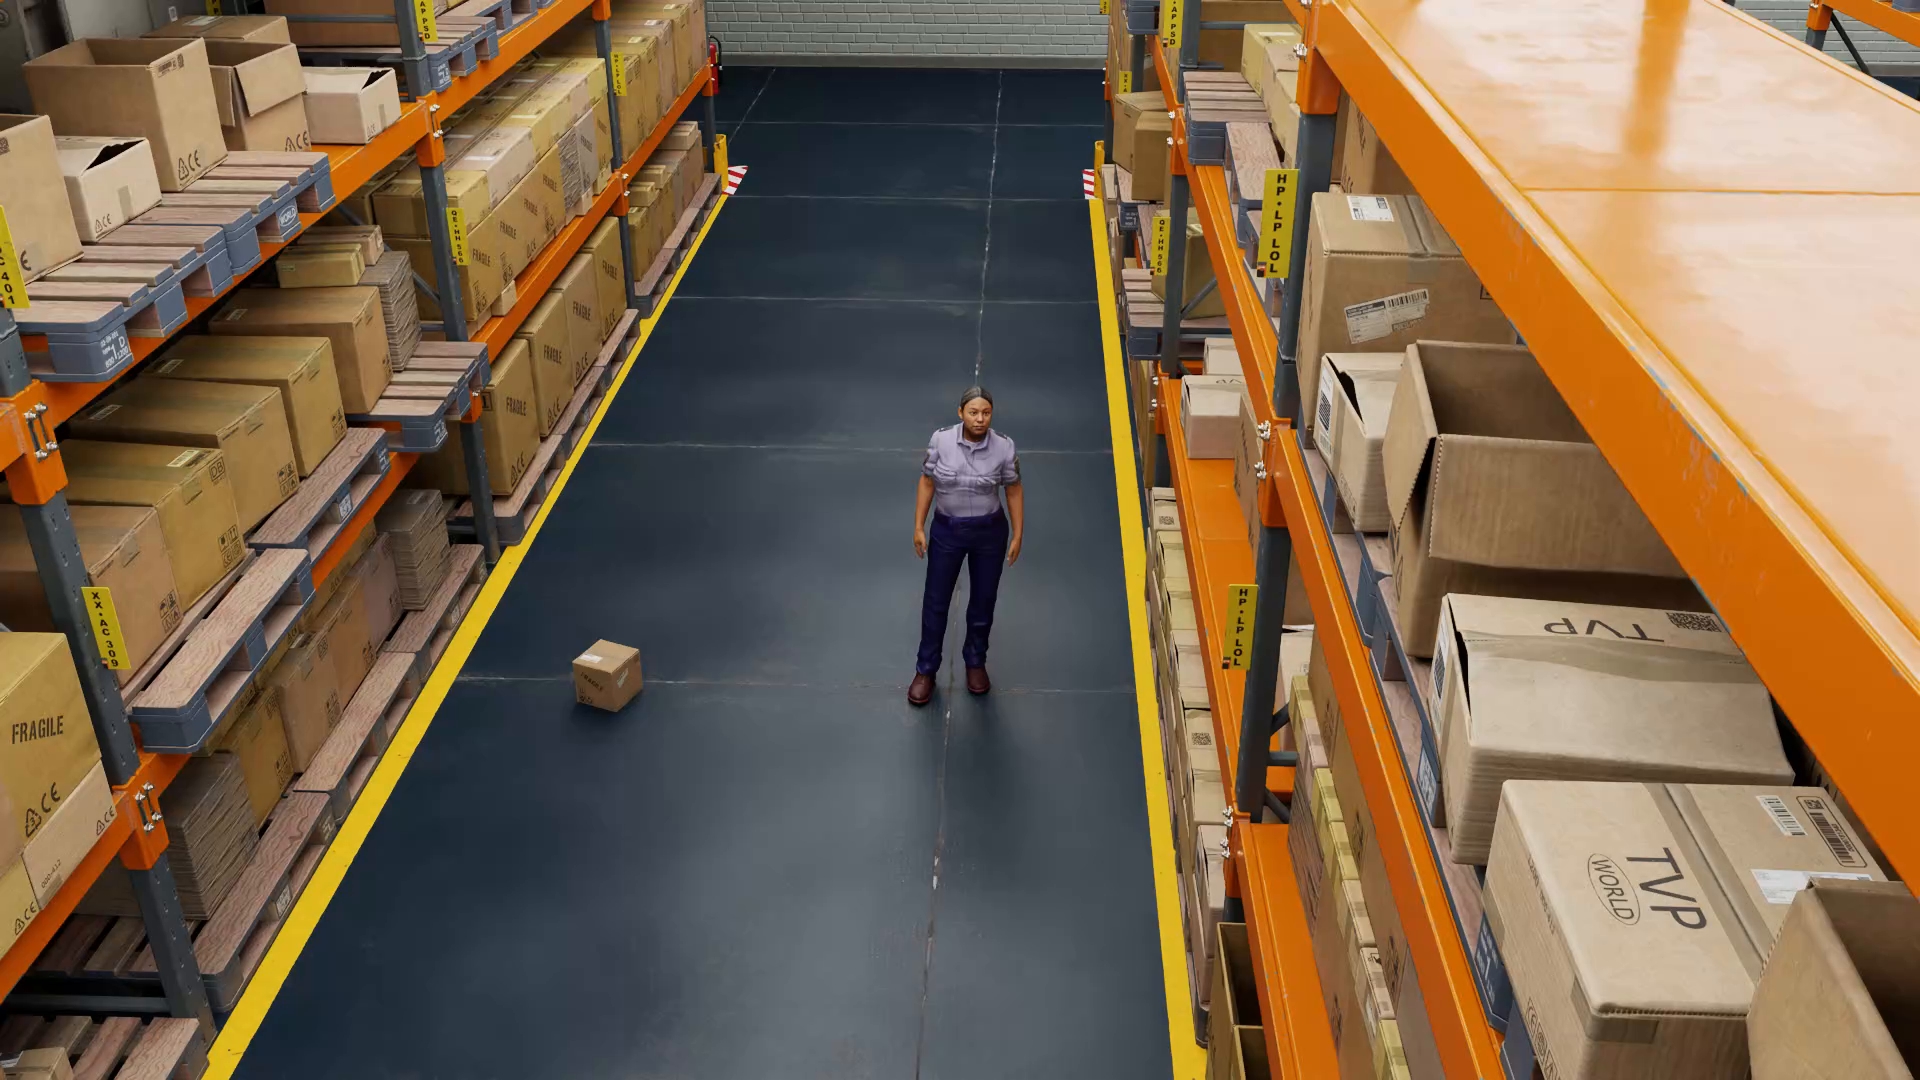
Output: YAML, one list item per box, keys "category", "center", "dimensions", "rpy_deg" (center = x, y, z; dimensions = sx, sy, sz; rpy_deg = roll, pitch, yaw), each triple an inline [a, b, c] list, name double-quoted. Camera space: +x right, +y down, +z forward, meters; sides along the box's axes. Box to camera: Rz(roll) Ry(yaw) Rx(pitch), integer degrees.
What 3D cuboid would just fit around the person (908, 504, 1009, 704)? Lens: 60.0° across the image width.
- category: "person"
  center: [-0.011, 0.309, 8.708]
  dimensions: [0.525, 1.018, 0.498]
  rpy_deg: [1, 28, 1]
